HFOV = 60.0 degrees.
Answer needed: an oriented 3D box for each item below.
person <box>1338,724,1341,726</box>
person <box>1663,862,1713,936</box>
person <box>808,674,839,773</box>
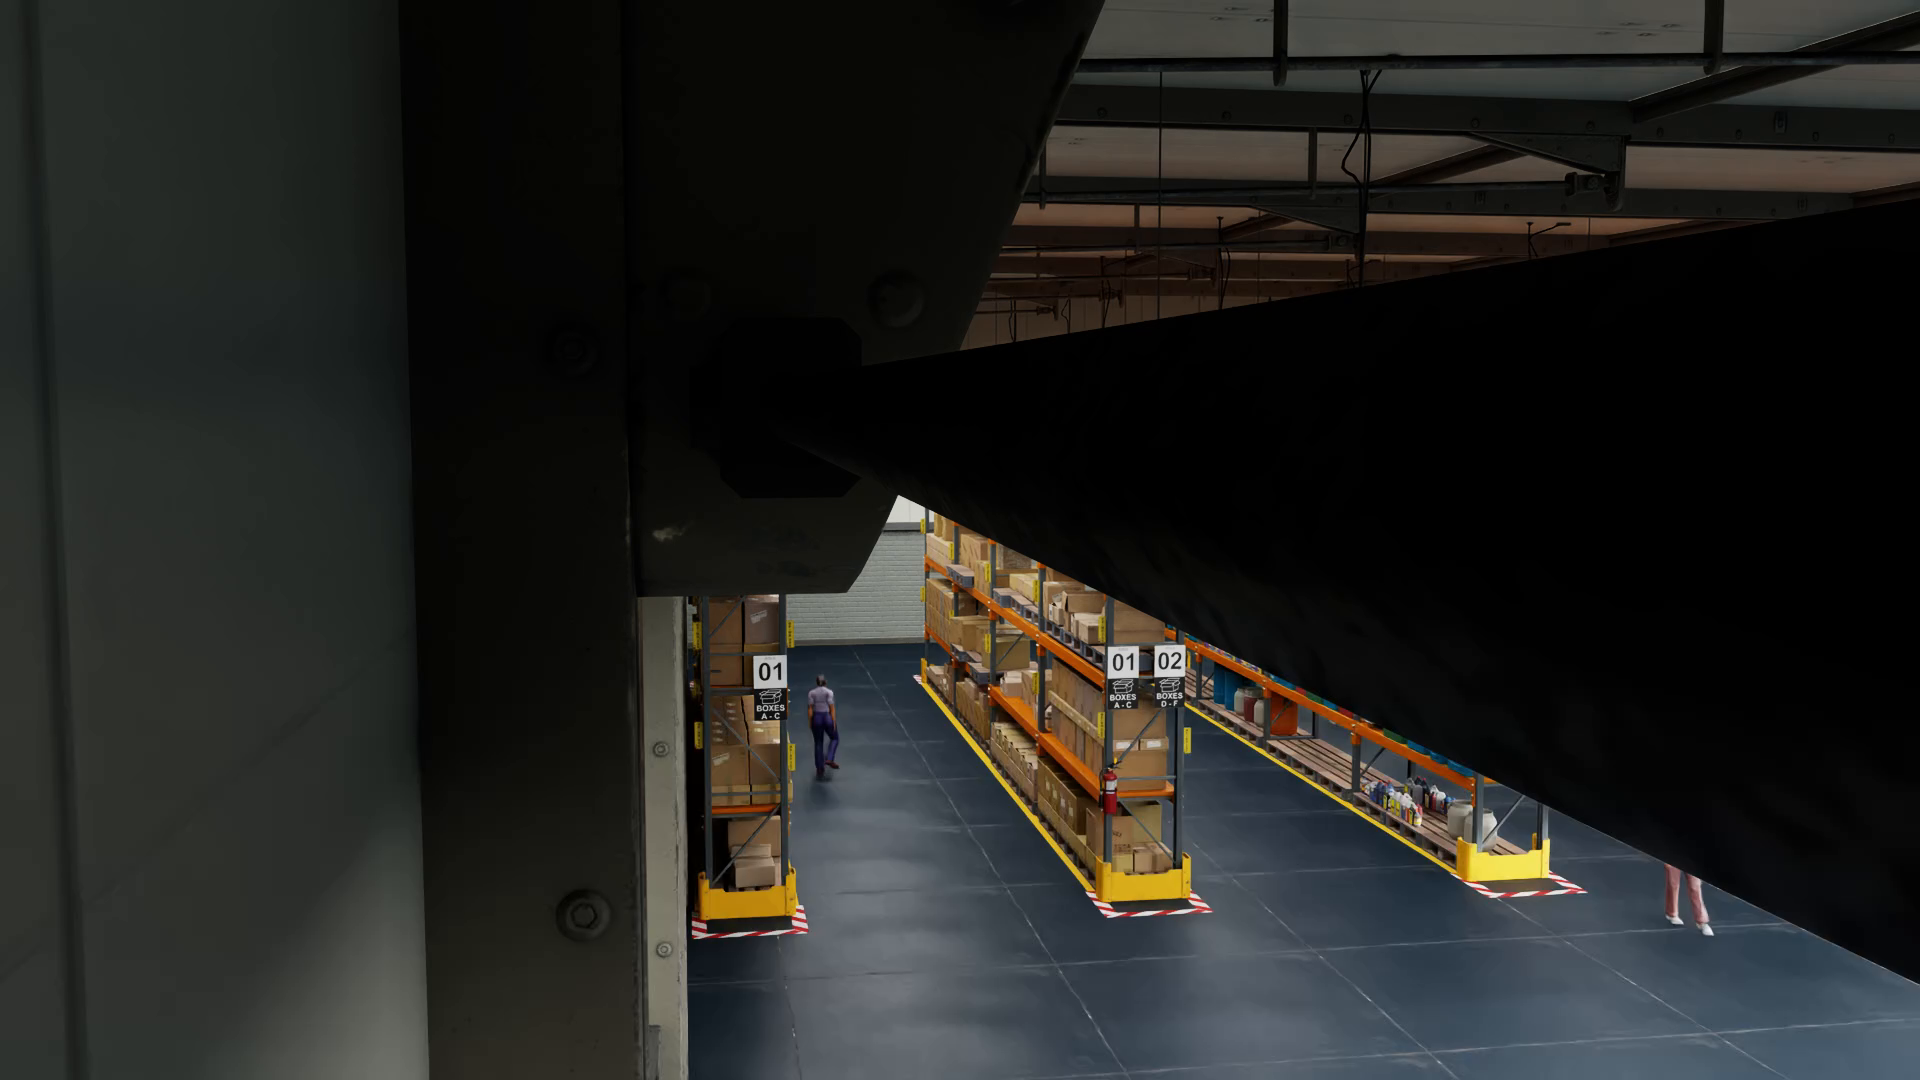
[{"bbox_3d":[7.271,2.715,31.848,0.501,1.652,0.608,0,5,5],"label":"person"},{"bbox_3d":[8.539,3.774,19.621,0.520,1.666,0.769,1,5,7],"label":"person"},{"bbox_3d":[-2.288,3.065,27.828,0.537,1.623,0.455,1,5,7],"label":"person"}]
